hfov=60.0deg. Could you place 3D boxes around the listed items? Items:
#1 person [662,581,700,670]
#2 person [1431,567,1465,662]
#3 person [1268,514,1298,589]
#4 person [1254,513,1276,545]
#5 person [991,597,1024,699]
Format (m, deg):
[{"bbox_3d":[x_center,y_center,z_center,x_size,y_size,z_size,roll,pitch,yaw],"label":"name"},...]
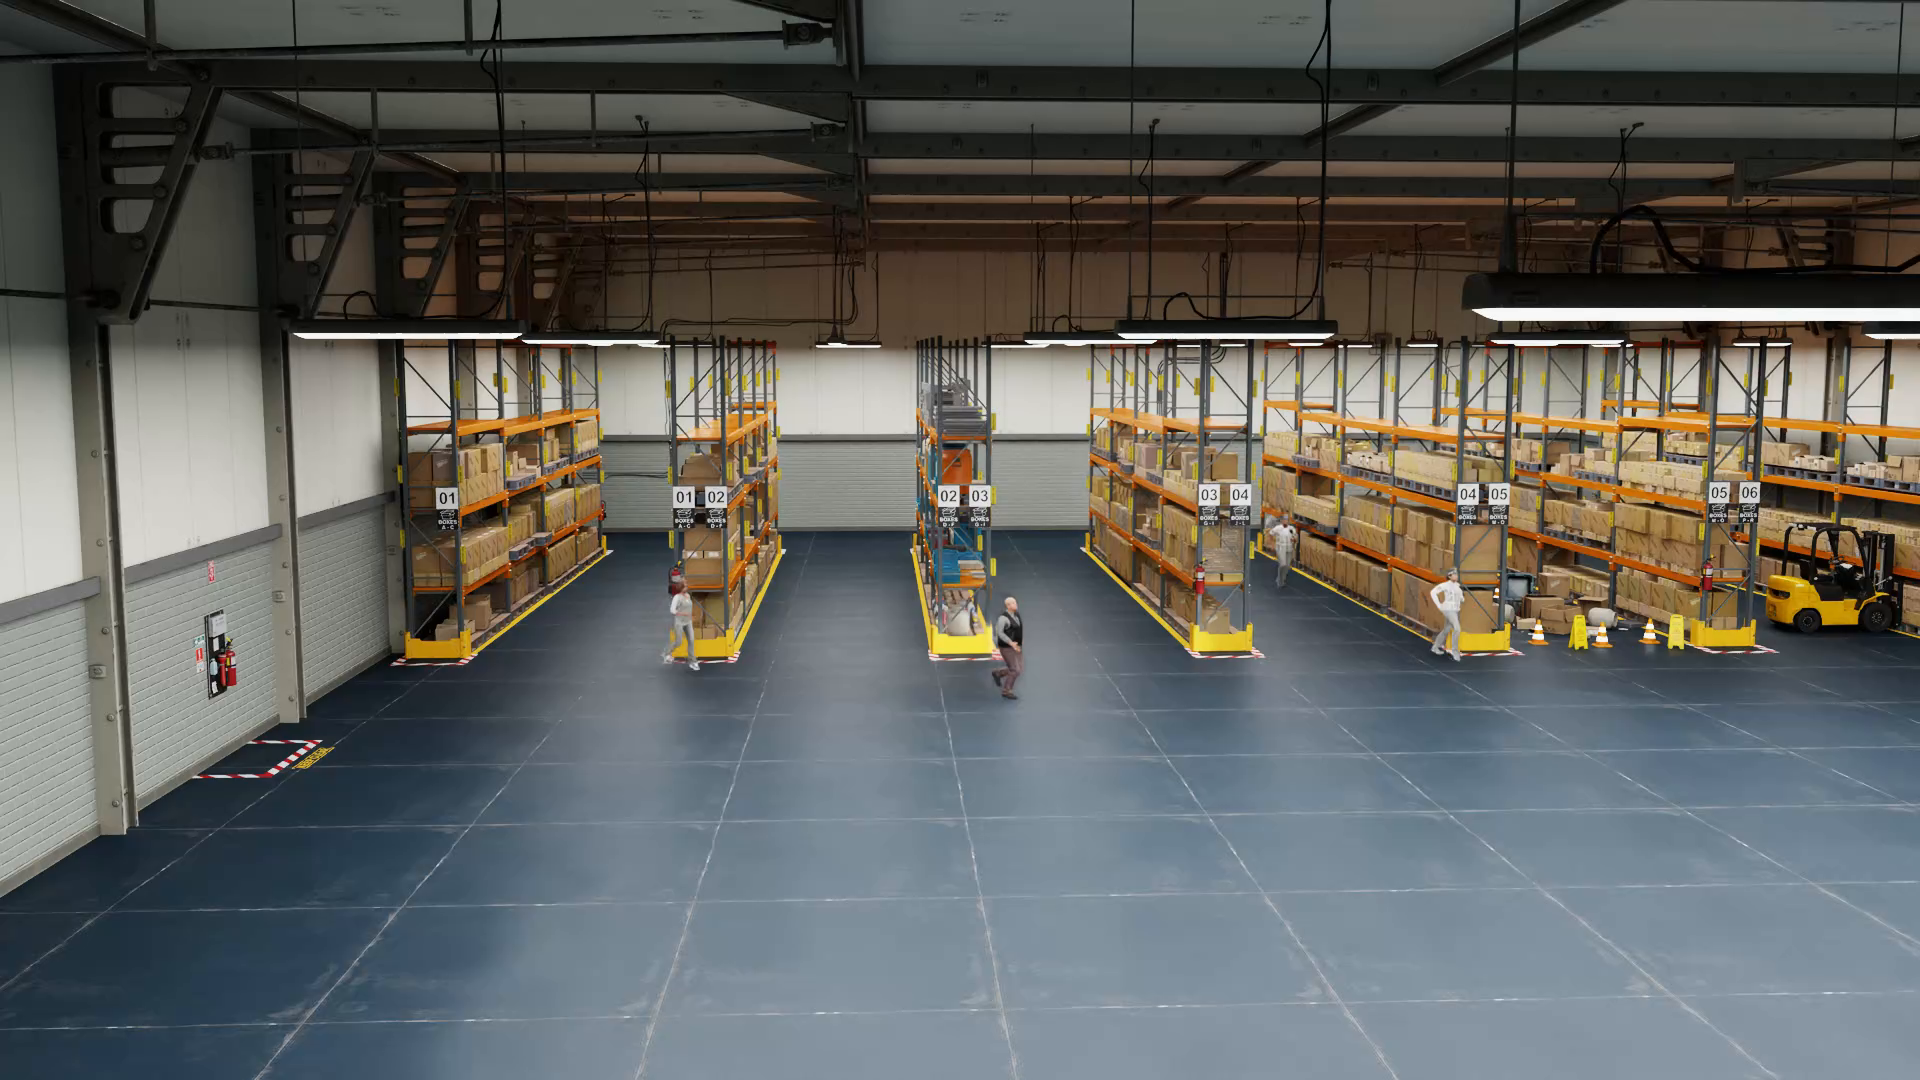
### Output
[{"bbox_3d":[-4.989,1.520,29.947,0.897,1.587,0.577,5,8,35],"label":"person"},{"bbox_3d":[9.159,1.376,31.058,0.687,1.759,0.639,6,9,42],"label":"person"},{"bbox_3d":[7.864,0.280,40.303,0.633,1.831,0.743,-1,7,-12],"label":"person"},{"bbox_3d":[9.160,-0.733,49.027,1.052,1.731,0.674,0,6,-1],"label":"person"},{"bbox_3d":[0.790,1.778,27.506,0.650,1.699,0.677,4,8,31],"label":"person"}]
